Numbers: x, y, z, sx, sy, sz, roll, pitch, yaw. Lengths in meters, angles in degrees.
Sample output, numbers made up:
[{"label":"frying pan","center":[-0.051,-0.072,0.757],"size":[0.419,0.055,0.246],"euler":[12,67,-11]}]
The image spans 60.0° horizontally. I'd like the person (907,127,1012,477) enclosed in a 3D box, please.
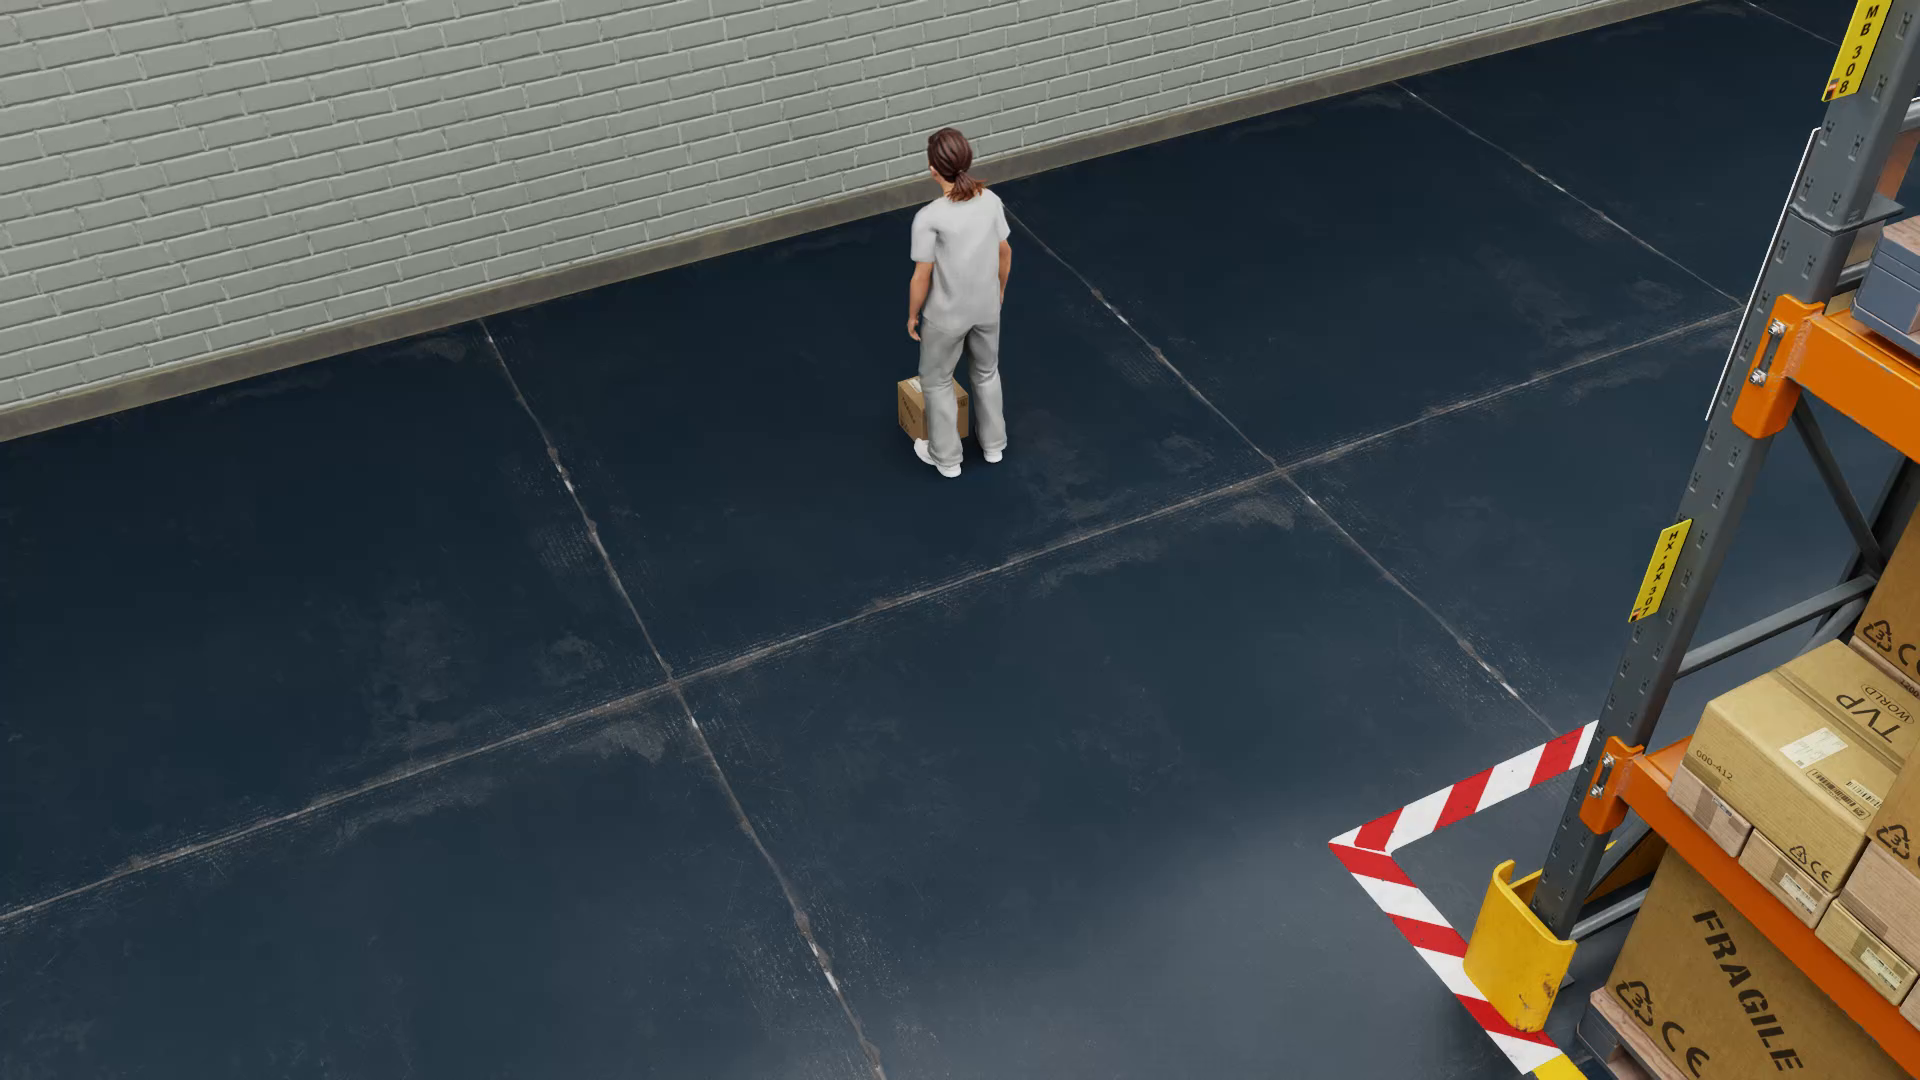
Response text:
[{"label":"person","center":[-0.005,-1.016,7.311],"size":[0.490,1.673,0.354],"euler":[-19,45,-20]}]
